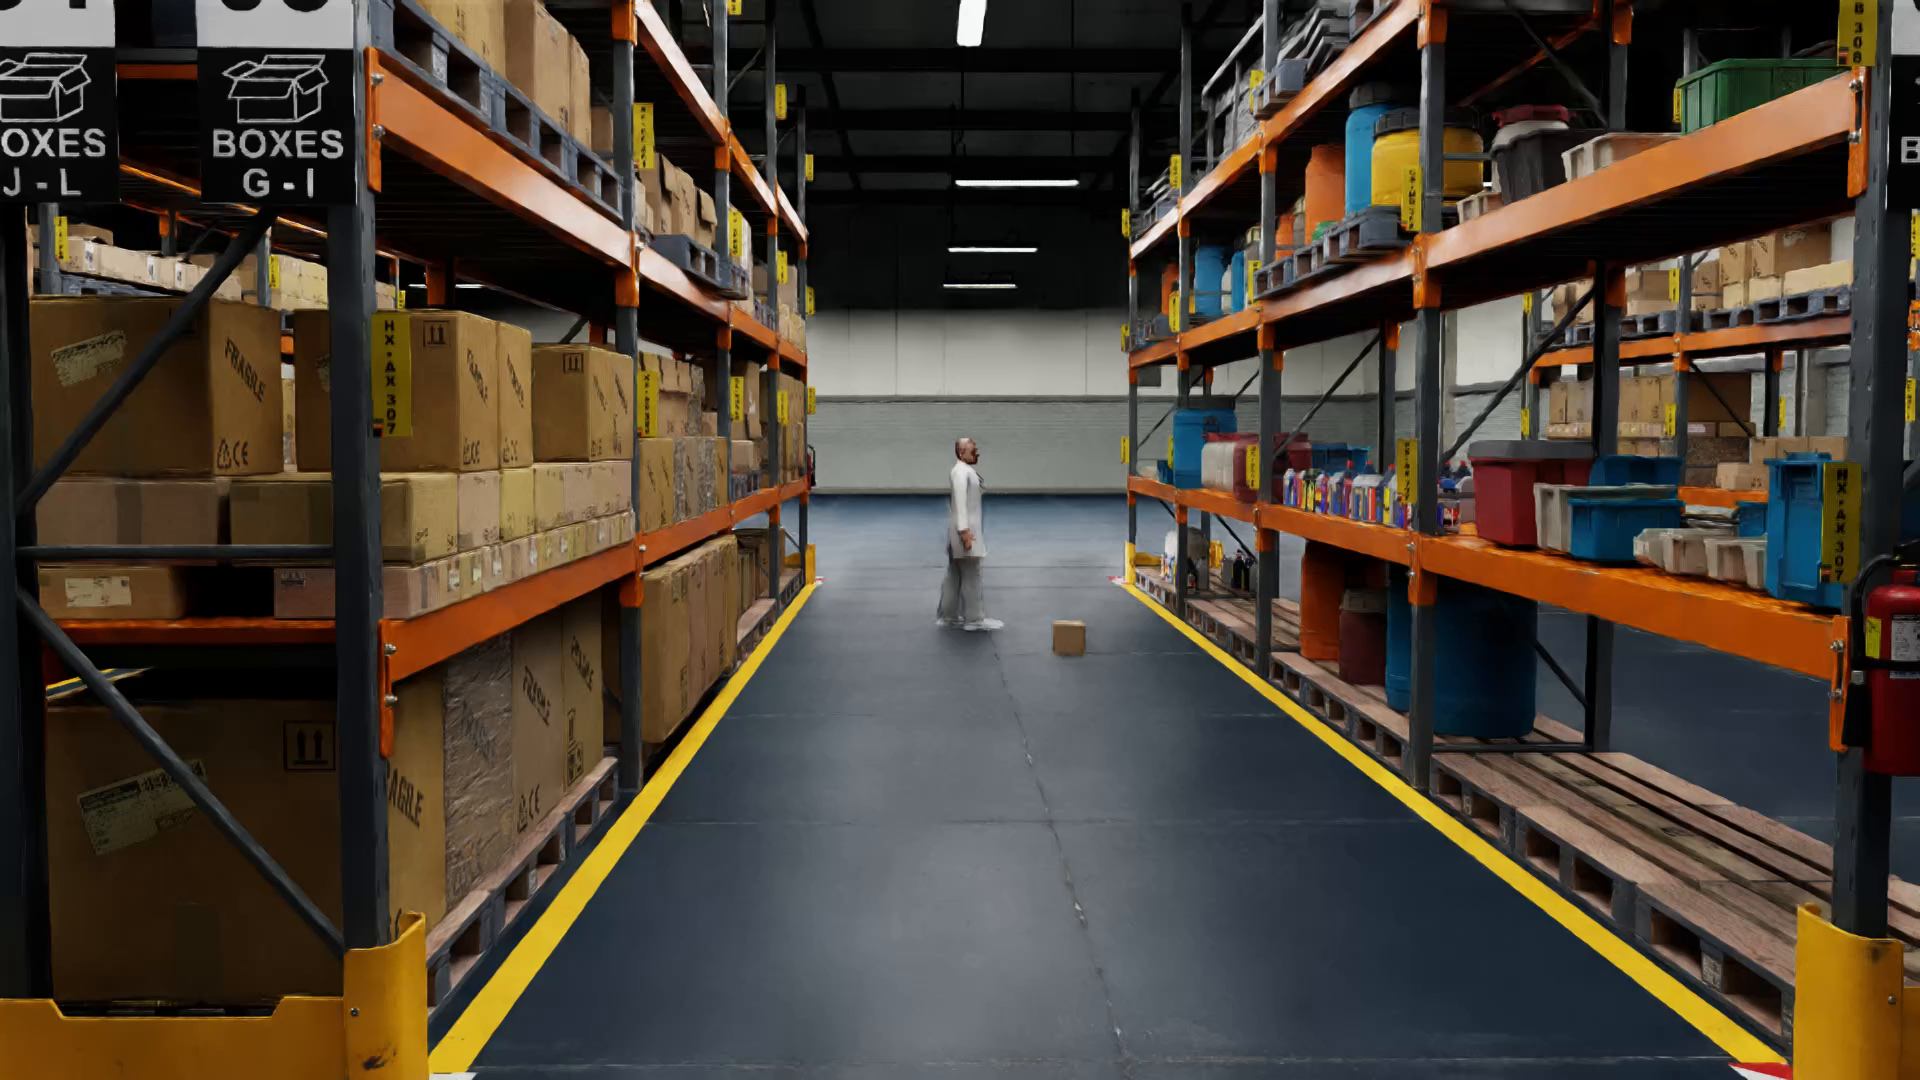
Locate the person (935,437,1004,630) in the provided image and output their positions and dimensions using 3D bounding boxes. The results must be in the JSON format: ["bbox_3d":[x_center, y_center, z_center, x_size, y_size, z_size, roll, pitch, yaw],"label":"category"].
[{"bbox_3d":[0.086,-0.063,15.419,0.642,1.776,0.738,0,4,1],"label":"person"}]
